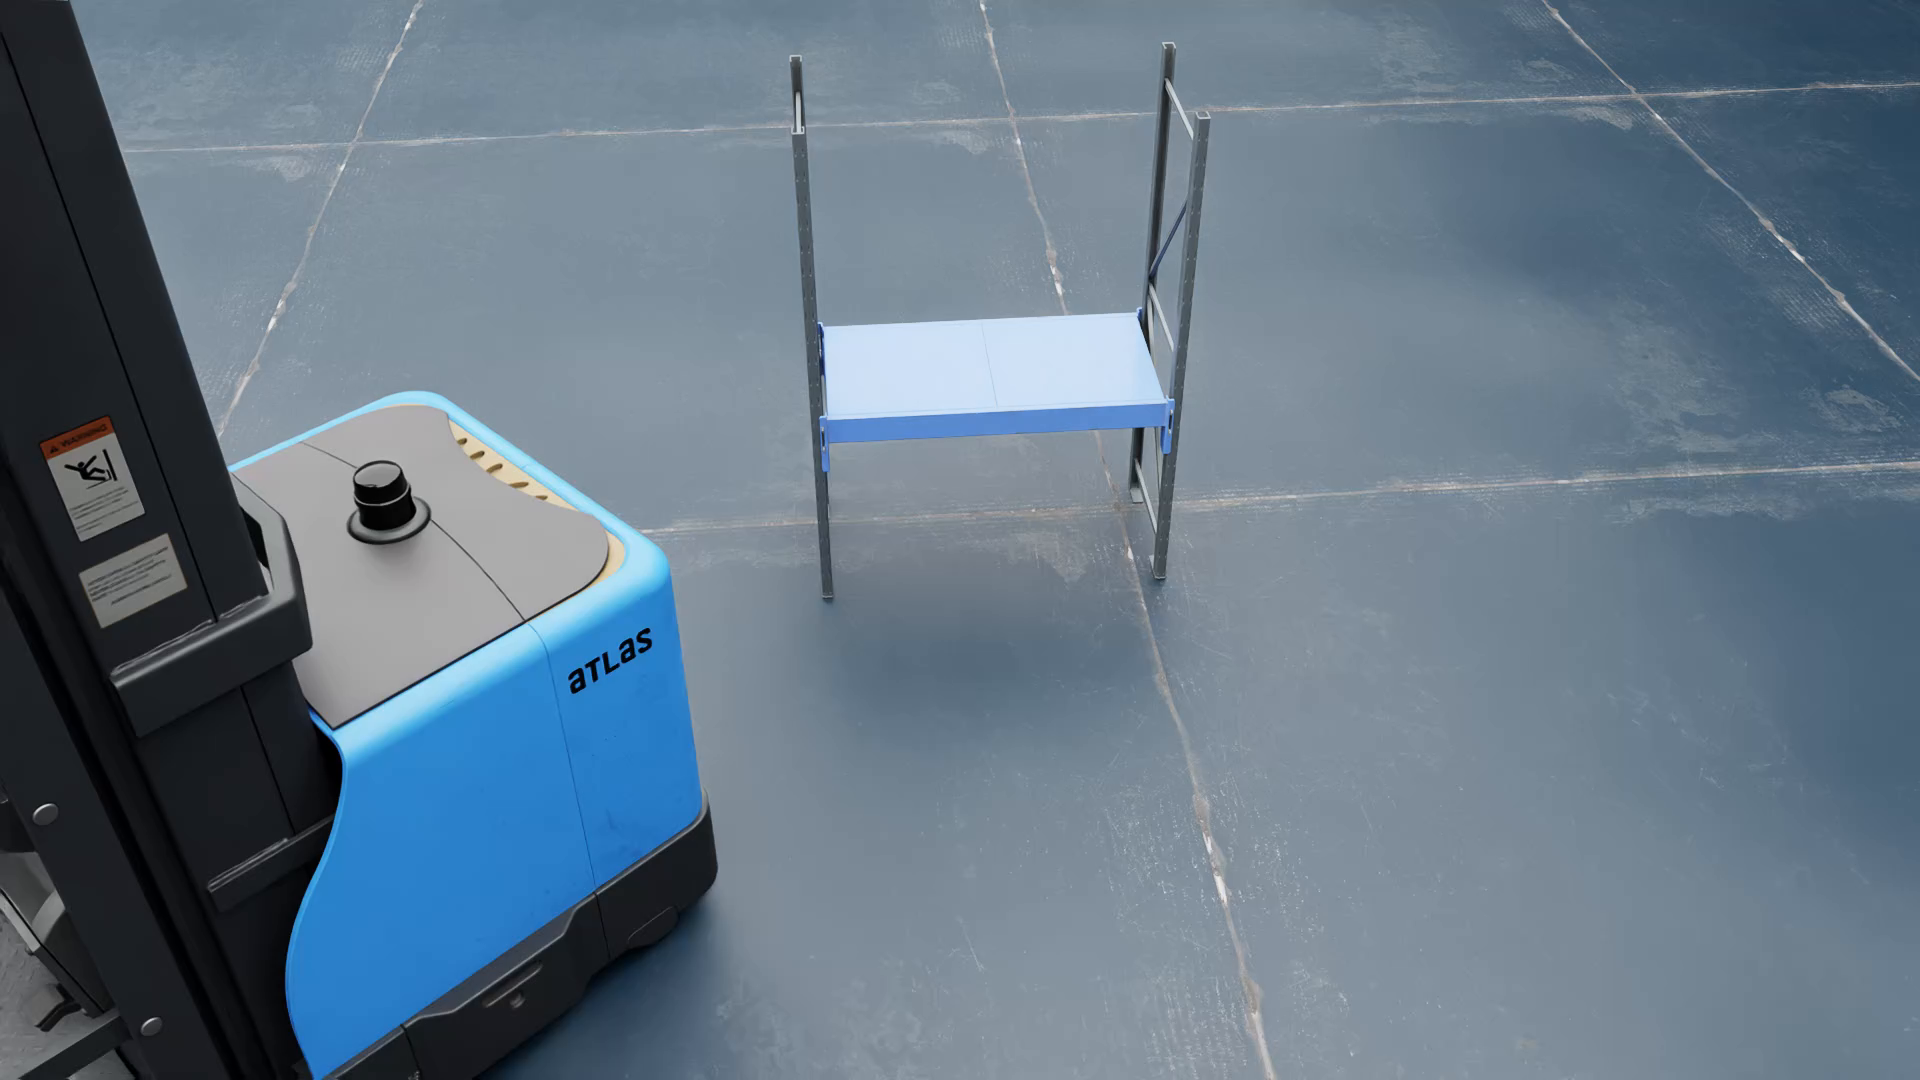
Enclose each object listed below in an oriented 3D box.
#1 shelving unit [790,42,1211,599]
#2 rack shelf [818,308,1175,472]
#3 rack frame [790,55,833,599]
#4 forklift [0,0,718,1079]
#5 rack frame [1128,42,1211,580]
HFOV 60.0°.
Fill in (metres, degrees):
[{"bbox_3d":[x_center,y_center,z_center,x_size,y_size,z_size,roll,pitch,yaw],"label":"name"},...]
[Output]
[{"bbox_3d":[0.085,-0.593,4.791,1.048,1.500,0.538,-3,38,-4],"label":"shelving unit"},{"bbox_3d":[0.085,-0.452,4.903,1.000,0.185,0.538,-3,38,-4],"label":"rack shelf"},{"bbox_3d":[-0.421,-0.566,4.756,0.032,1.500,0.500,-3,38,-4],"label":"rack frame"},{"bbox_3d":[-1.983,0.172,2.666,1.130,2.935,3.031,31,48,33],"label":"forklift"},{"bbox_3d":[0.591,-0.621,4.827,0.032,1.500,0.500,-3,38,-4],"label":"rack frame"}]
